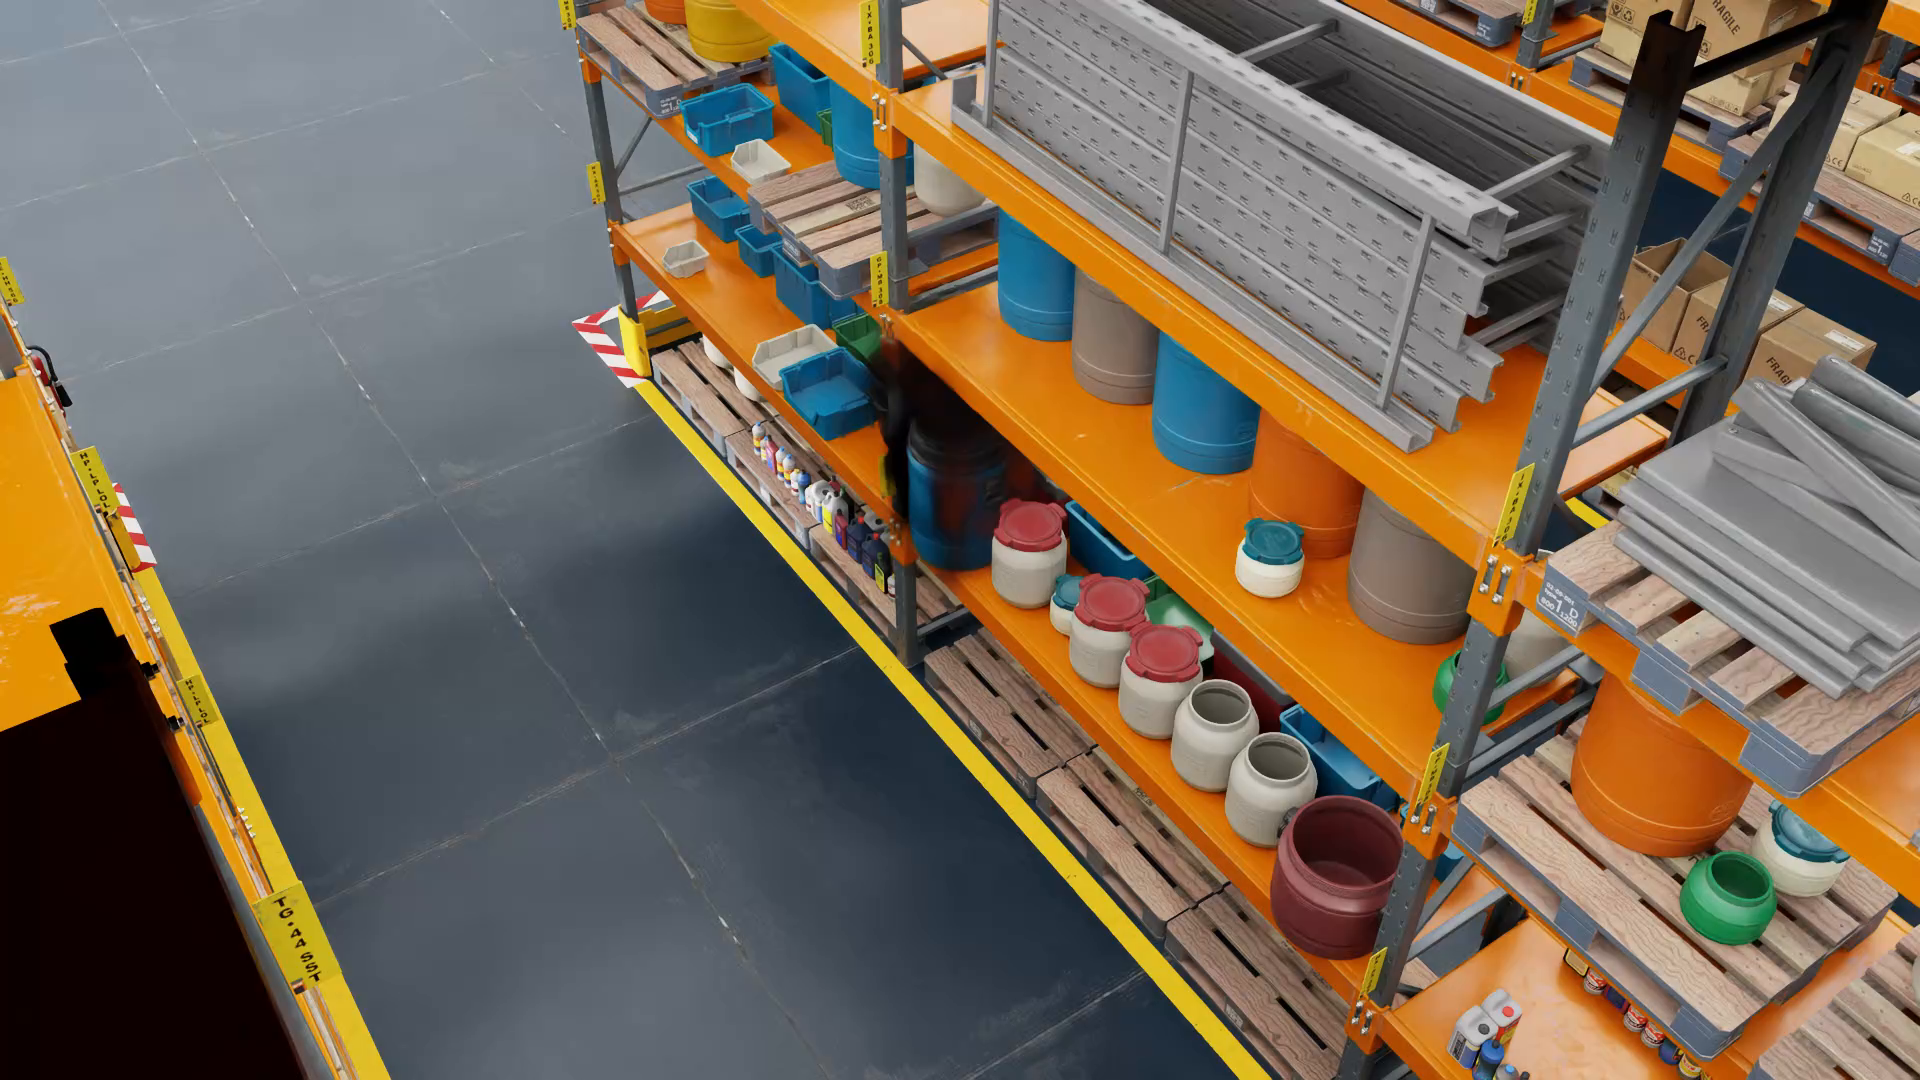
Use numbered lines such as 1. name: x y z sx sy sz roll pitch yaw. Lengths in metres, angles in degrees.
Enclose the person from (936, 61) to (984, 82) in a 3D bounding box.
1. person: -0.011 -4.395 15.217 0.689 1.756 0.557 -23 47 -23
